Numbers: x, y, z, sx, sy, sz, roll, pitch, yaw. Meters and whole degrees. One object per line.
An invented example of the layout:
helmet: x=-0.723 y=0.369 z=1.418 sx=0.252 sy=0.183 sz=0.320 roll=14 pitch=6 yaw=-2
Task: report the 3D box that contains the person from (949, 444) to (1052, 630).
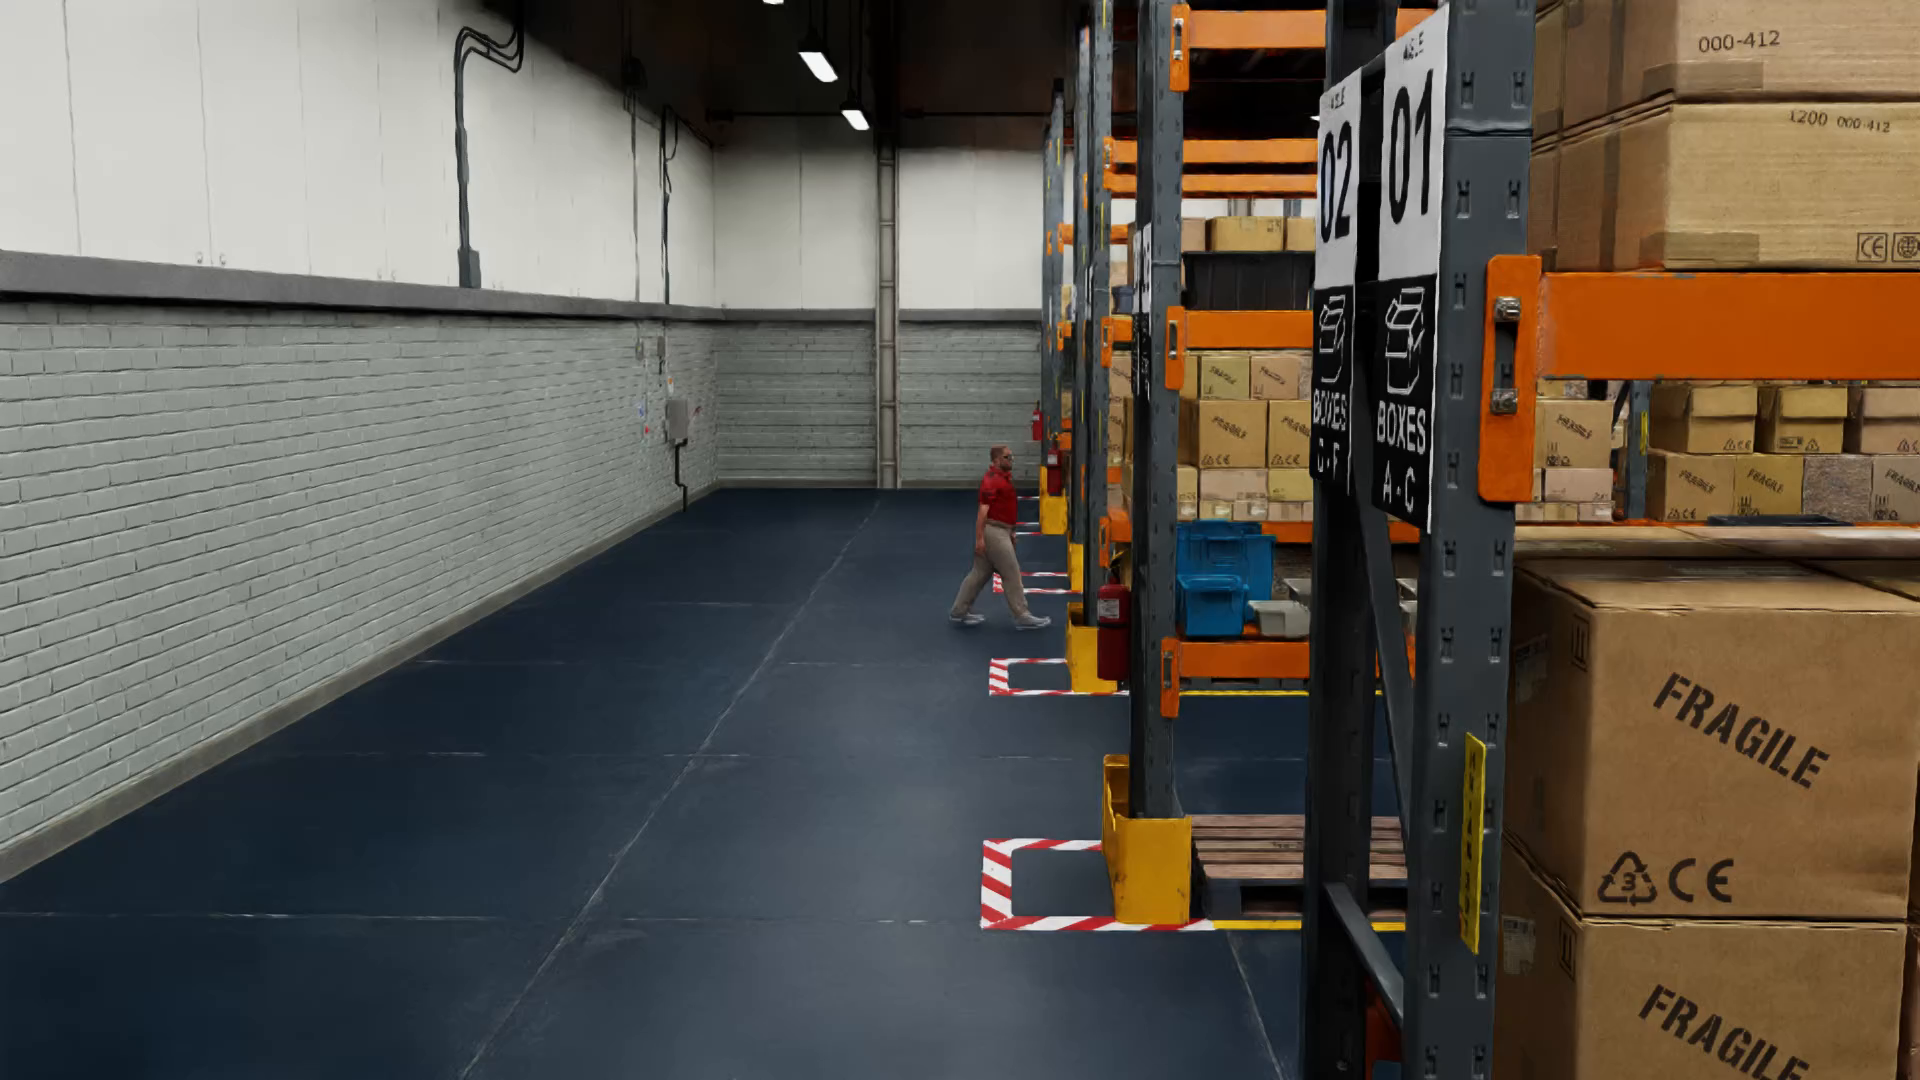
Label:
person: x=0.375 y=-0.041 z=15.219 sx=0.963 sy=1.686 sz=0.605 roll=1 pitch=7 yaw=8
